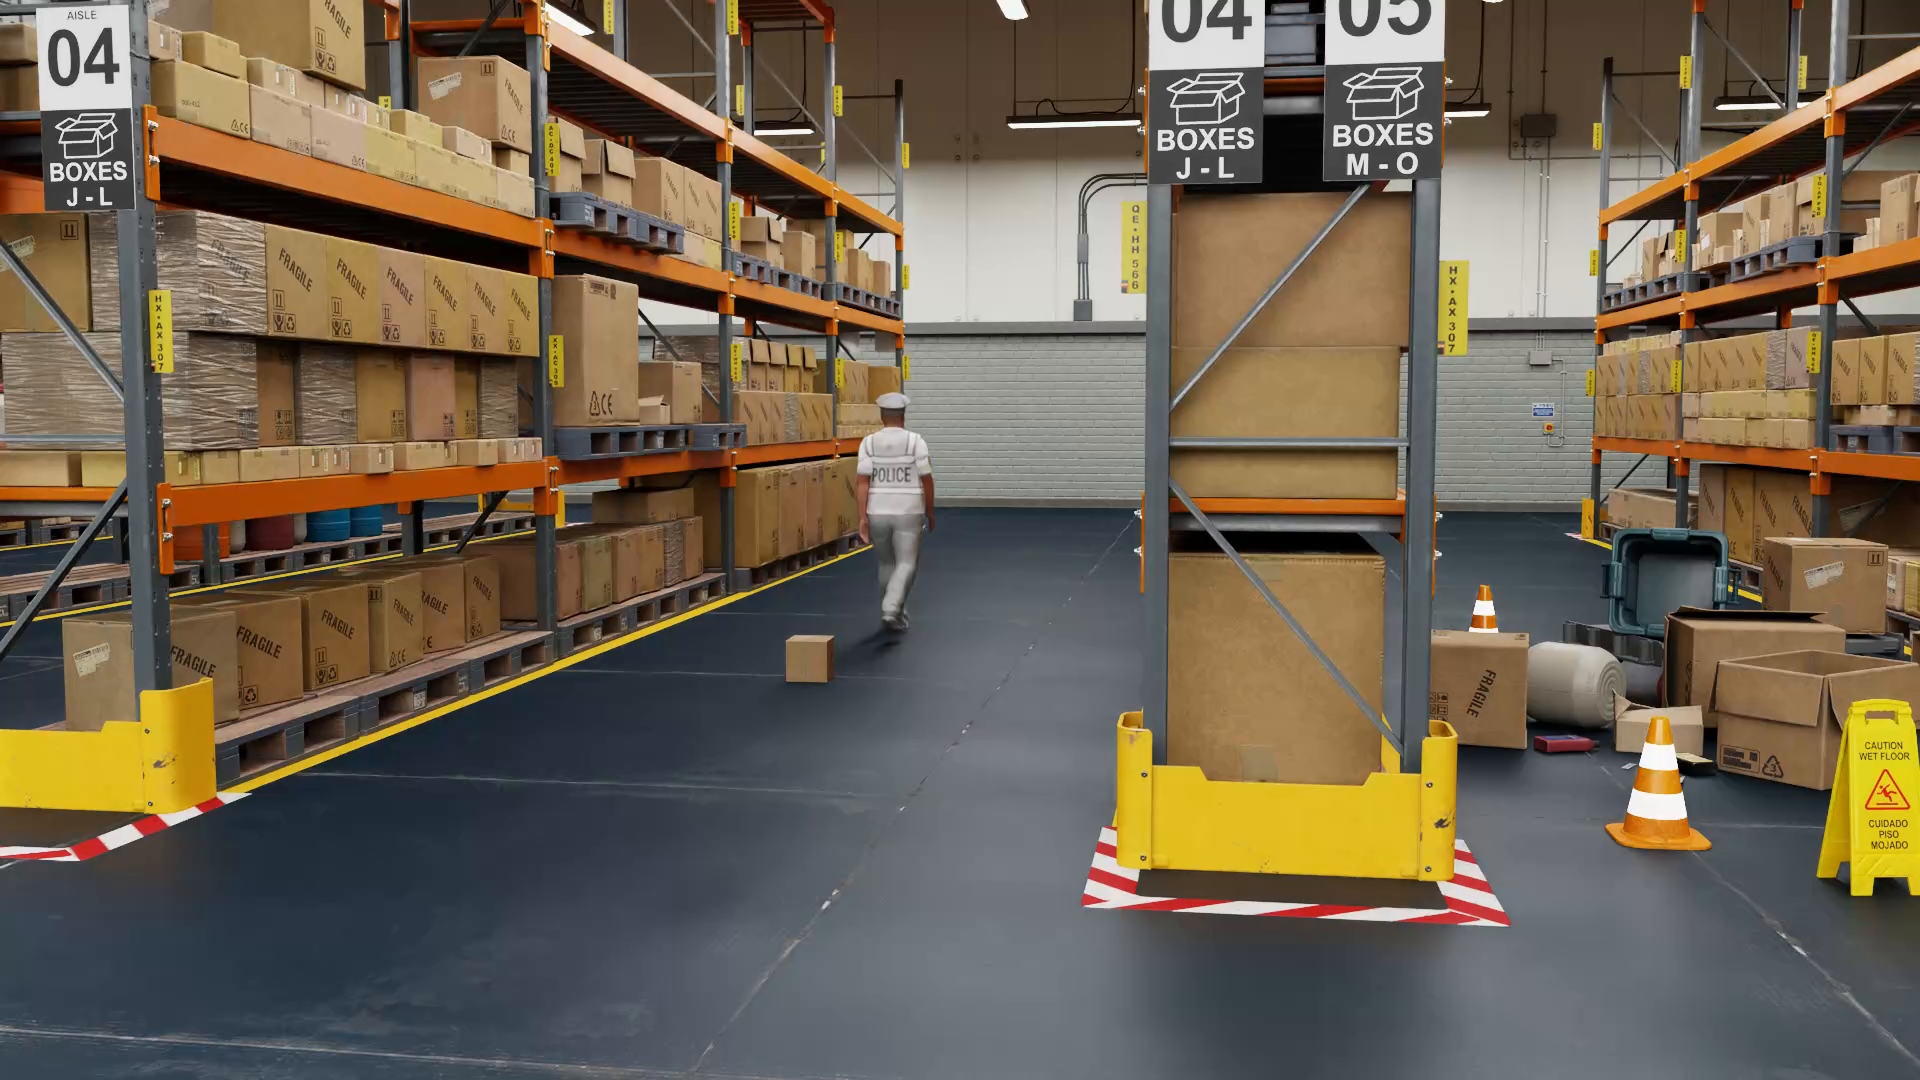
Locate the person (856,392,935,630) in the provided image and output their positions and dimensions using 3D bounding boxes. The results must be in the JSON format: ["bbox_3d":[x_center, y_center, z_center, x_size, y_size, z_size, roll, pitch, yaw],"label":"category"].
[{"bbox_3d":[-0.457,-0.202,11.993,0.532,1.725,1.050,1,5,15],"label":"person"}]
